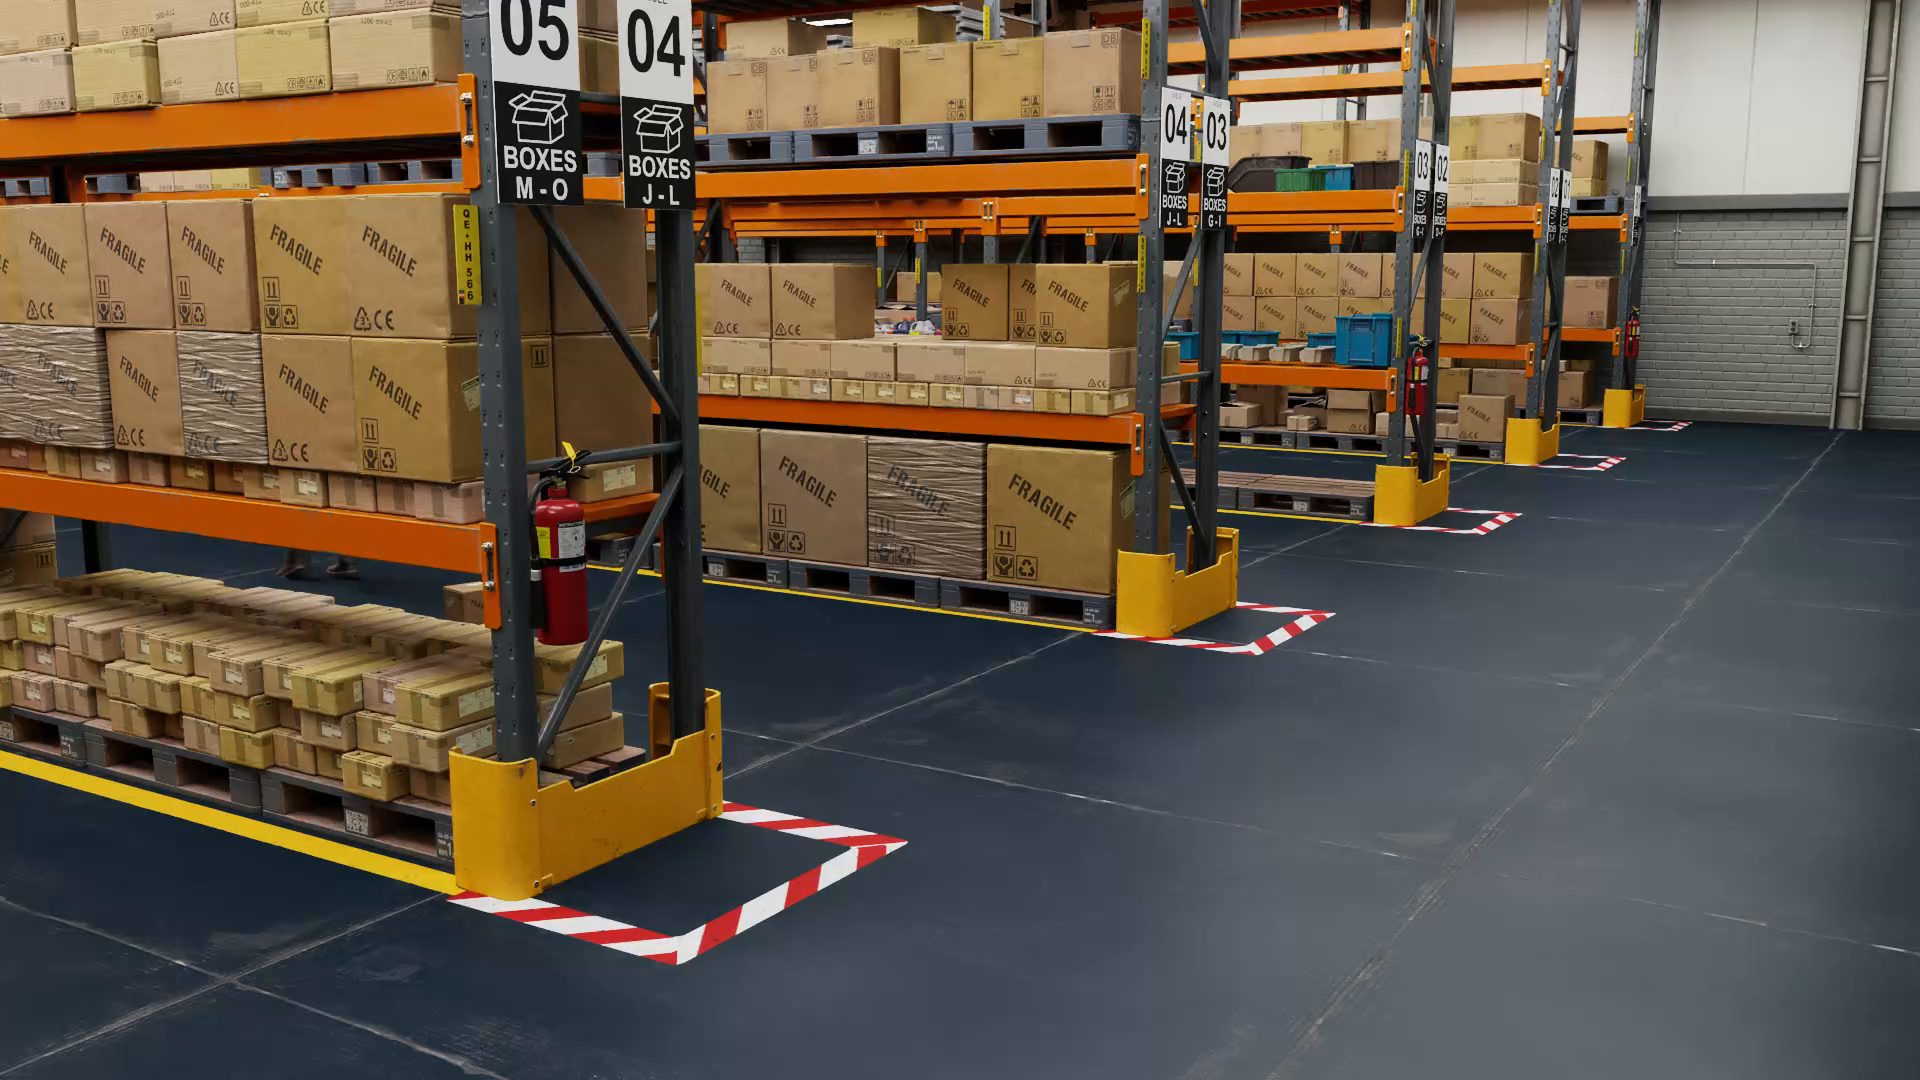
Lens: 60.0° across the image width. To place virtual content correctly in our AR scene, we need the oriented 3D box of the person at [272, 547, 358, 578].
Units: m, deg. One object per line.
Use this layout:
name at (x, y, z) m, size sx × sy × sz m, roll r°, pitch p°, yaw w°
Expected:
person at (-4.535, -0.544, 11.686) m, size 0.644 × 1.711 × 0.467 m, roll 7°, pitch 12°, yaw 35°
